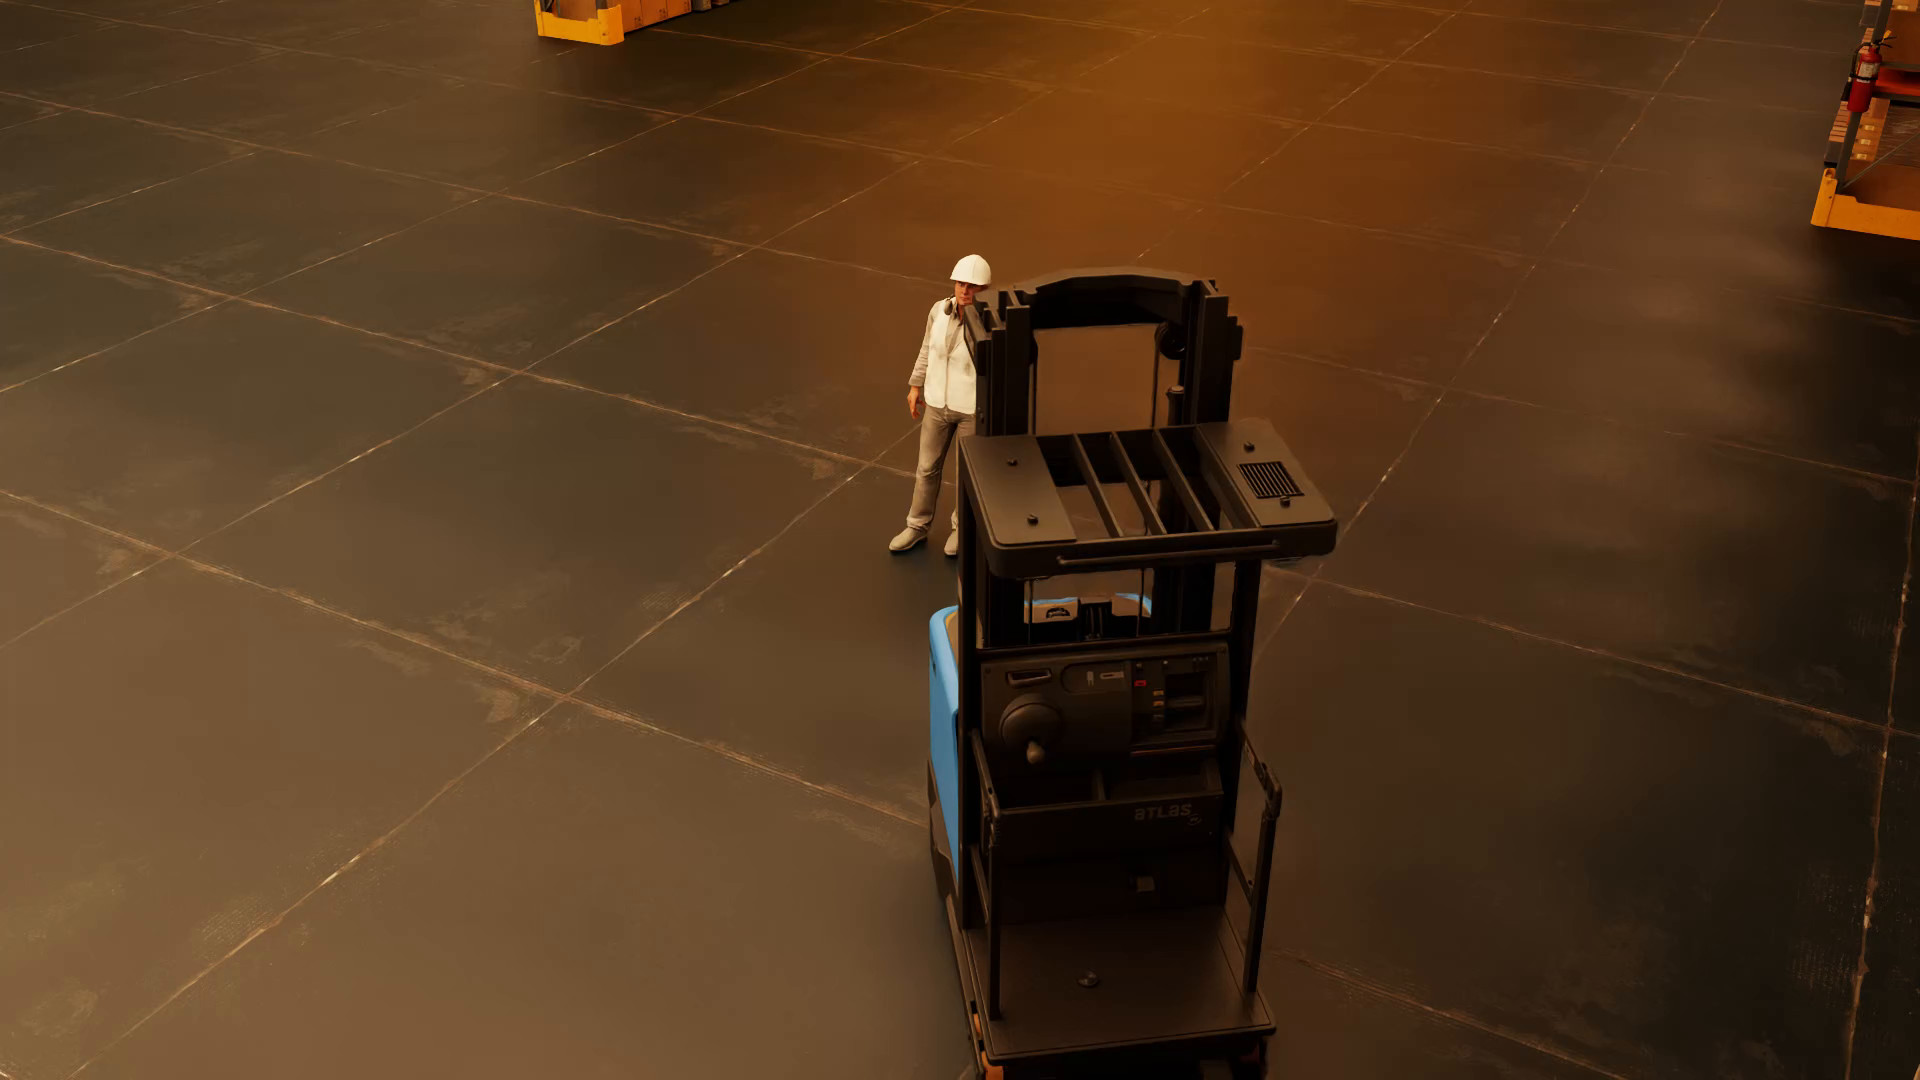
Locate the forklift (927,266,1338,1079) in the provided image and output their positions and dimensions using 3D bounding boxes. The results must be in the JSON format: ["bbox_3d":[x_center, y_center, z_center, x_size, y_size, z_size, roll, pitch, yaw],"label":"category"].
[{"bbox_3d":[0.573,0.650,5.944,1.130,2.935,3.031,-4,30,-7],"label":"forklift"}]

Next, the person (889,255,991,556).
[{"bbox_3d":[-0.037,-0.749,9.511,0.634,1.775,0.566,15,33,25],"label":"person"}]
